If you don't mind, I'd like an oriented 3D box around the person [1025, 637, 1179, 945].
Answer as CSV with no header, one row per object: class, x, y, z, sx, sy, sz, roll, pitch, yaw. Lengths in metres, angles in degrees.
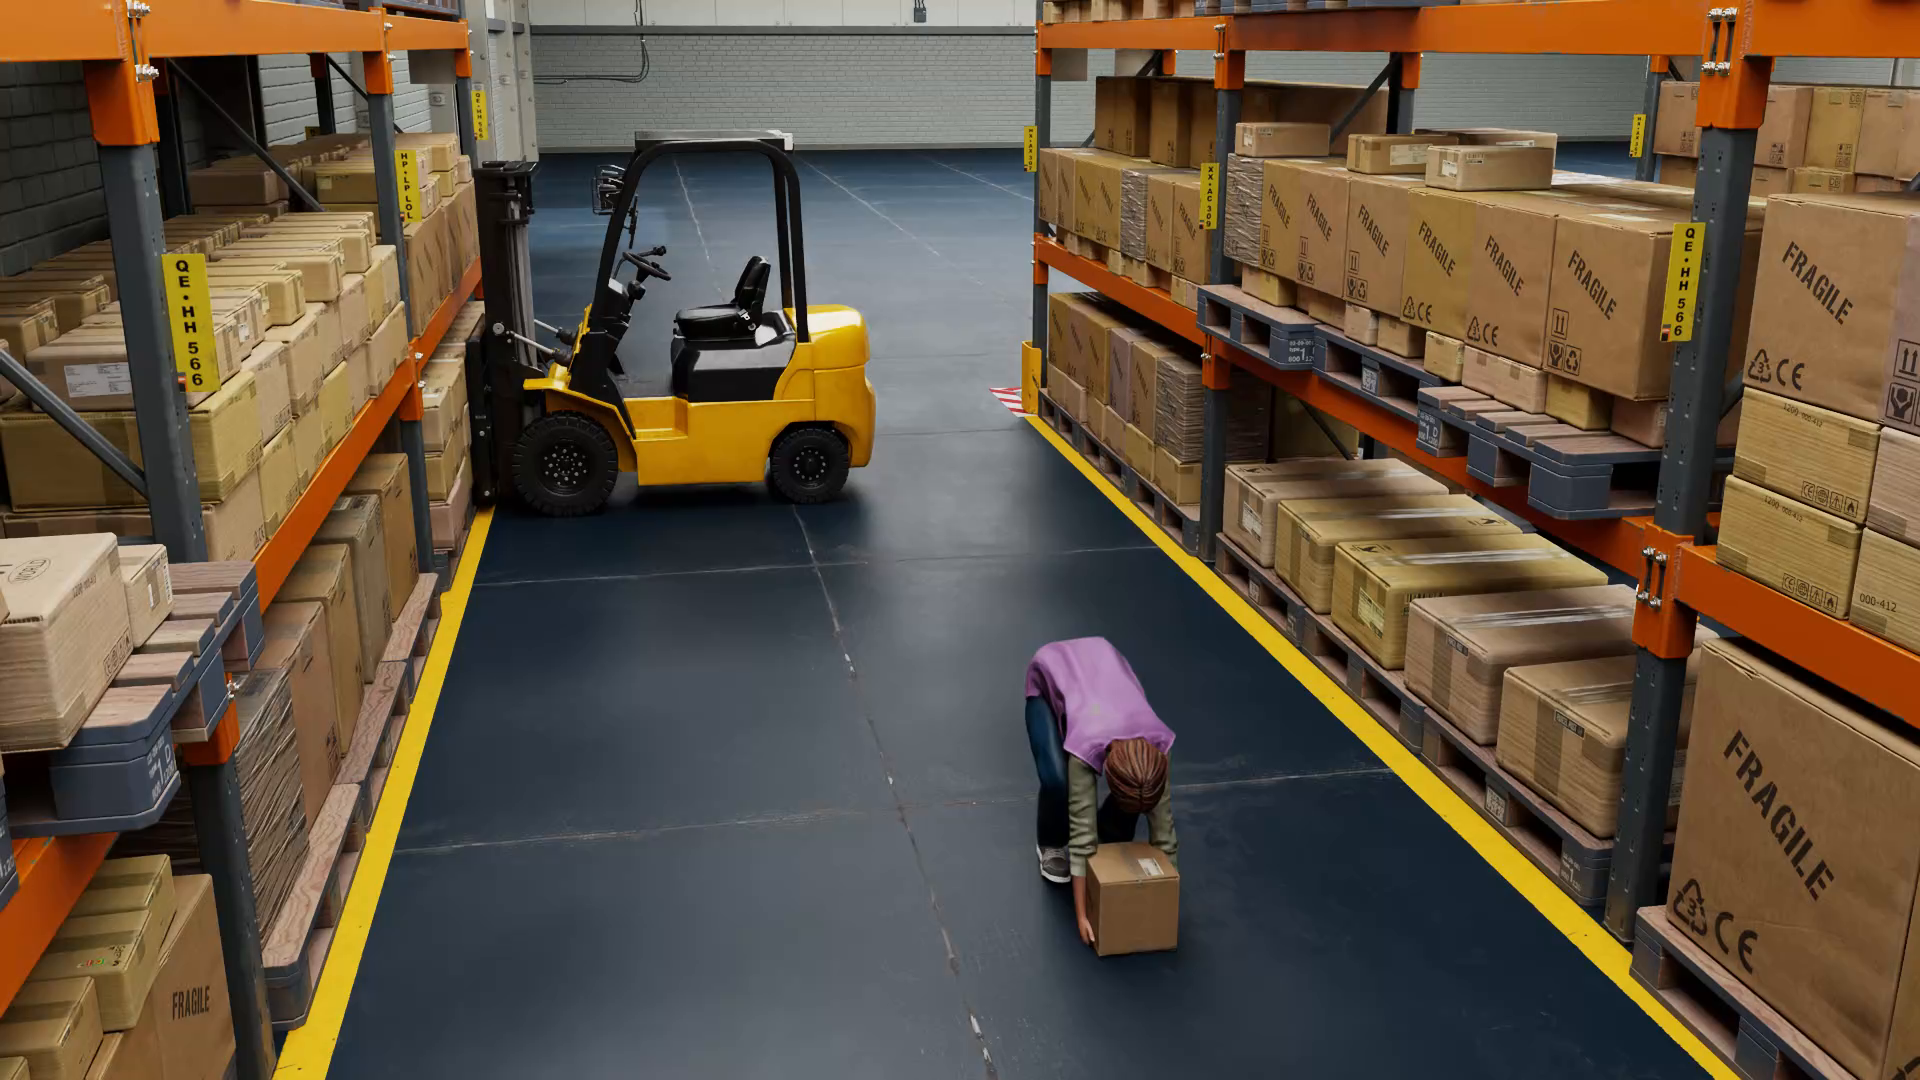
person,0.460,0.774,5.392,0.424,0.808,0.864,-4,17,-13
